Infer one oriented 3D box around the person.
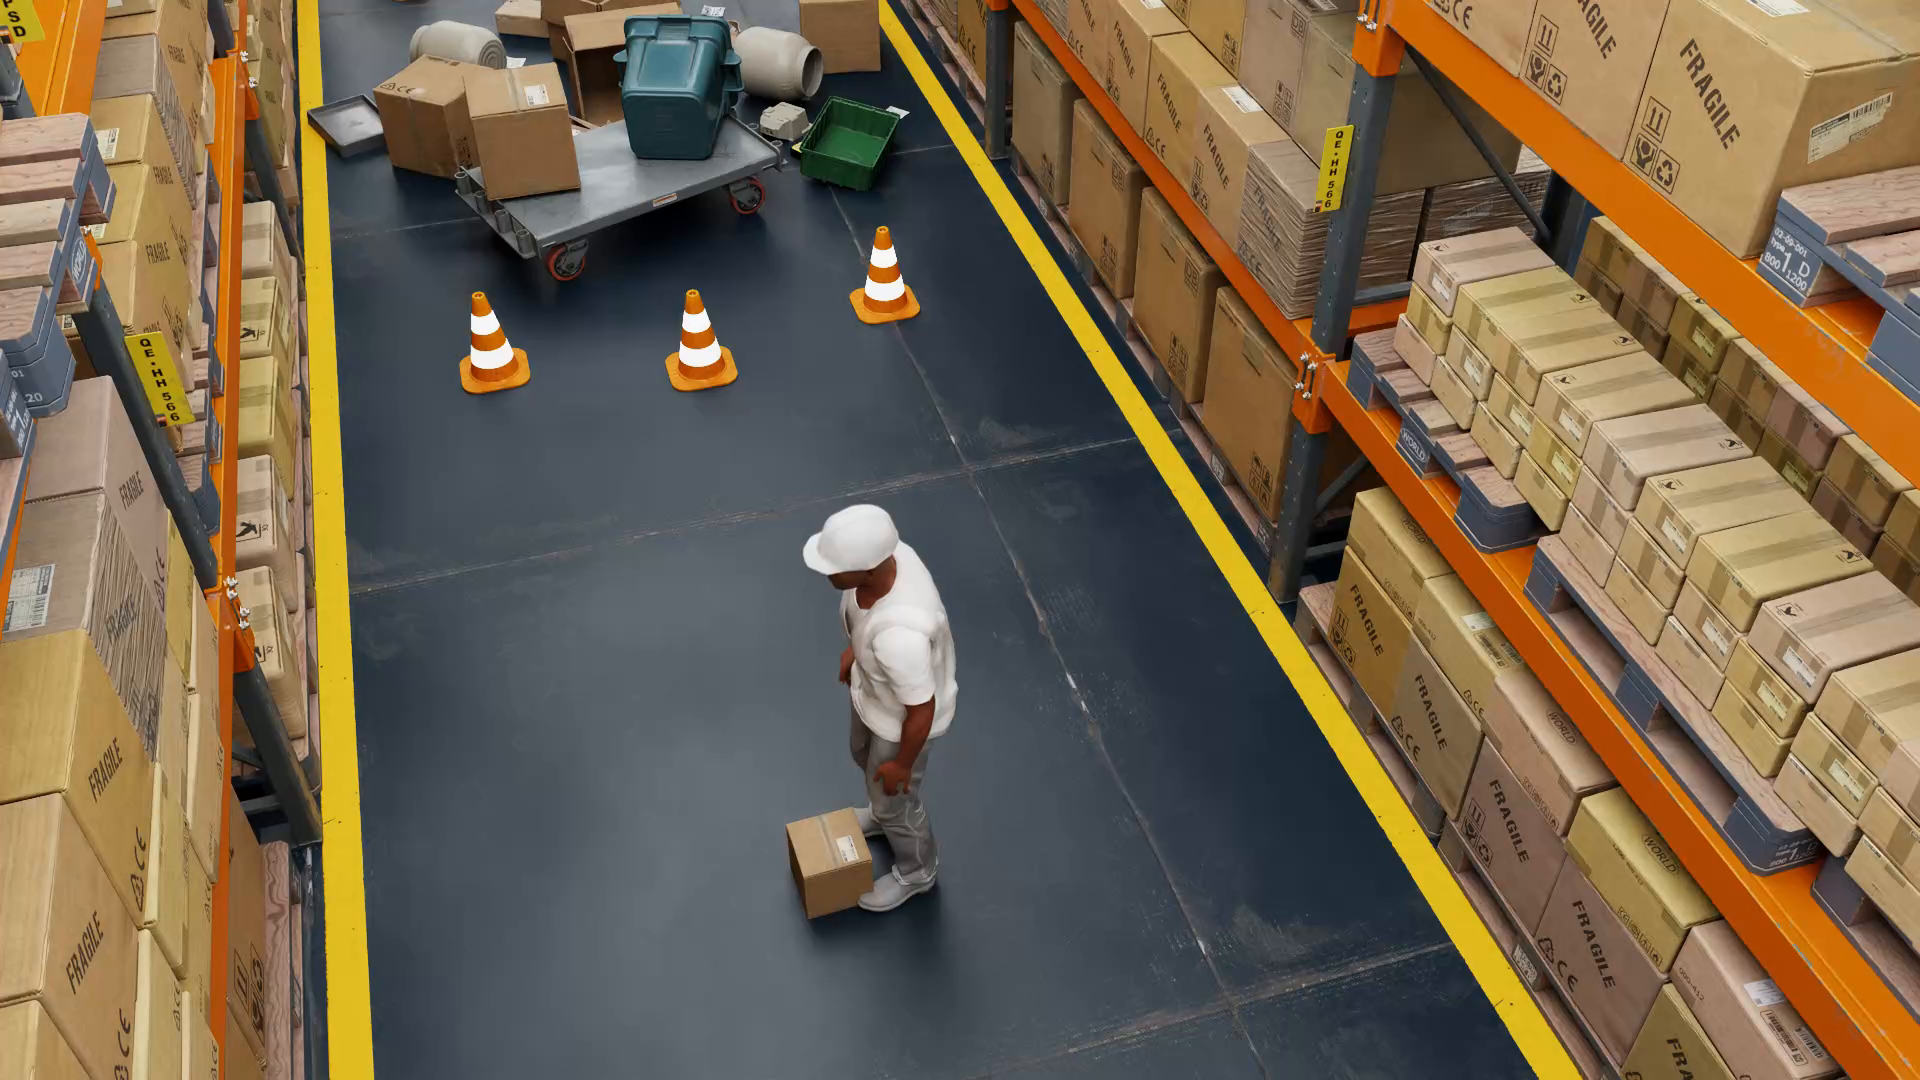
[{"bbox_3d":[-0.254,0.545,5.540,0.456,1.761,0.627,-12,43,-13],"label":"person"}]
